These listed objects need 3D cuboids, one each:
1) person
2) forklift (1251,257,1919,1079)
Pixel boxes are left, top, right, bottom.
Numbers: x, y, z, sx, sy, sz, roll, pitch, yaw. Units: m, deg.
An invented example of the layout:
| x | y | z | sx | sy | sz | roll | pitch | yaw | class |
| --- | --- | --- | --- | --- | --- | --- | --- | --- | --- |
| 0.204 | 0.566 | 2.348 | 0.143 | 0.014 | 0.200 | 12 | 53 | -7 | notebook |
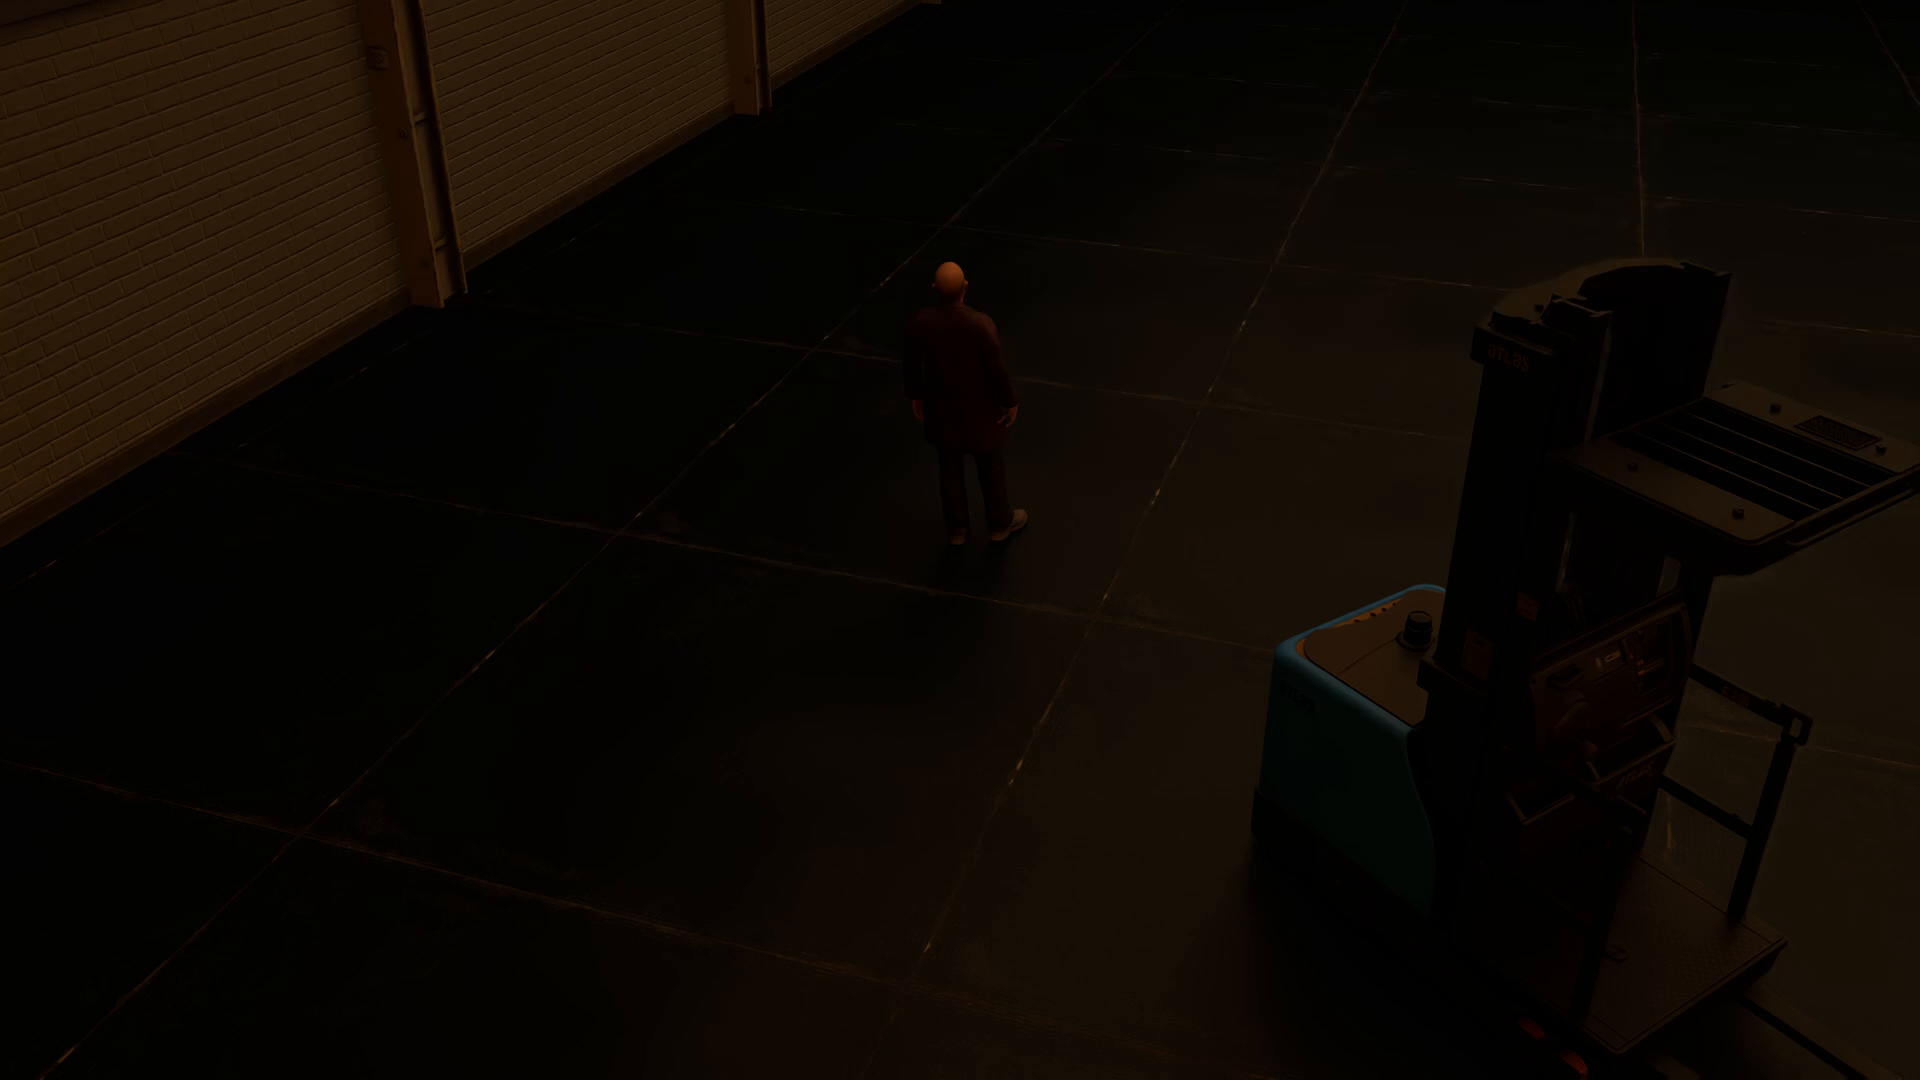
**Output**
| x | y | z | sx | sy | sz | roll | pitch | yaw | class |
| --- | --- | --- | --- | --- | --- | --- | --- | --- | --- |
| 0.033 | -0.821 | 9.727 | 0.698 | 1.777 | 0.579 | 10 | 31 | 16 | person |
| 2.579 | 0.576 | 6.127 | 1.130 | 2.935 | 3.031 | -19 | 35 | -29 | forklift |
